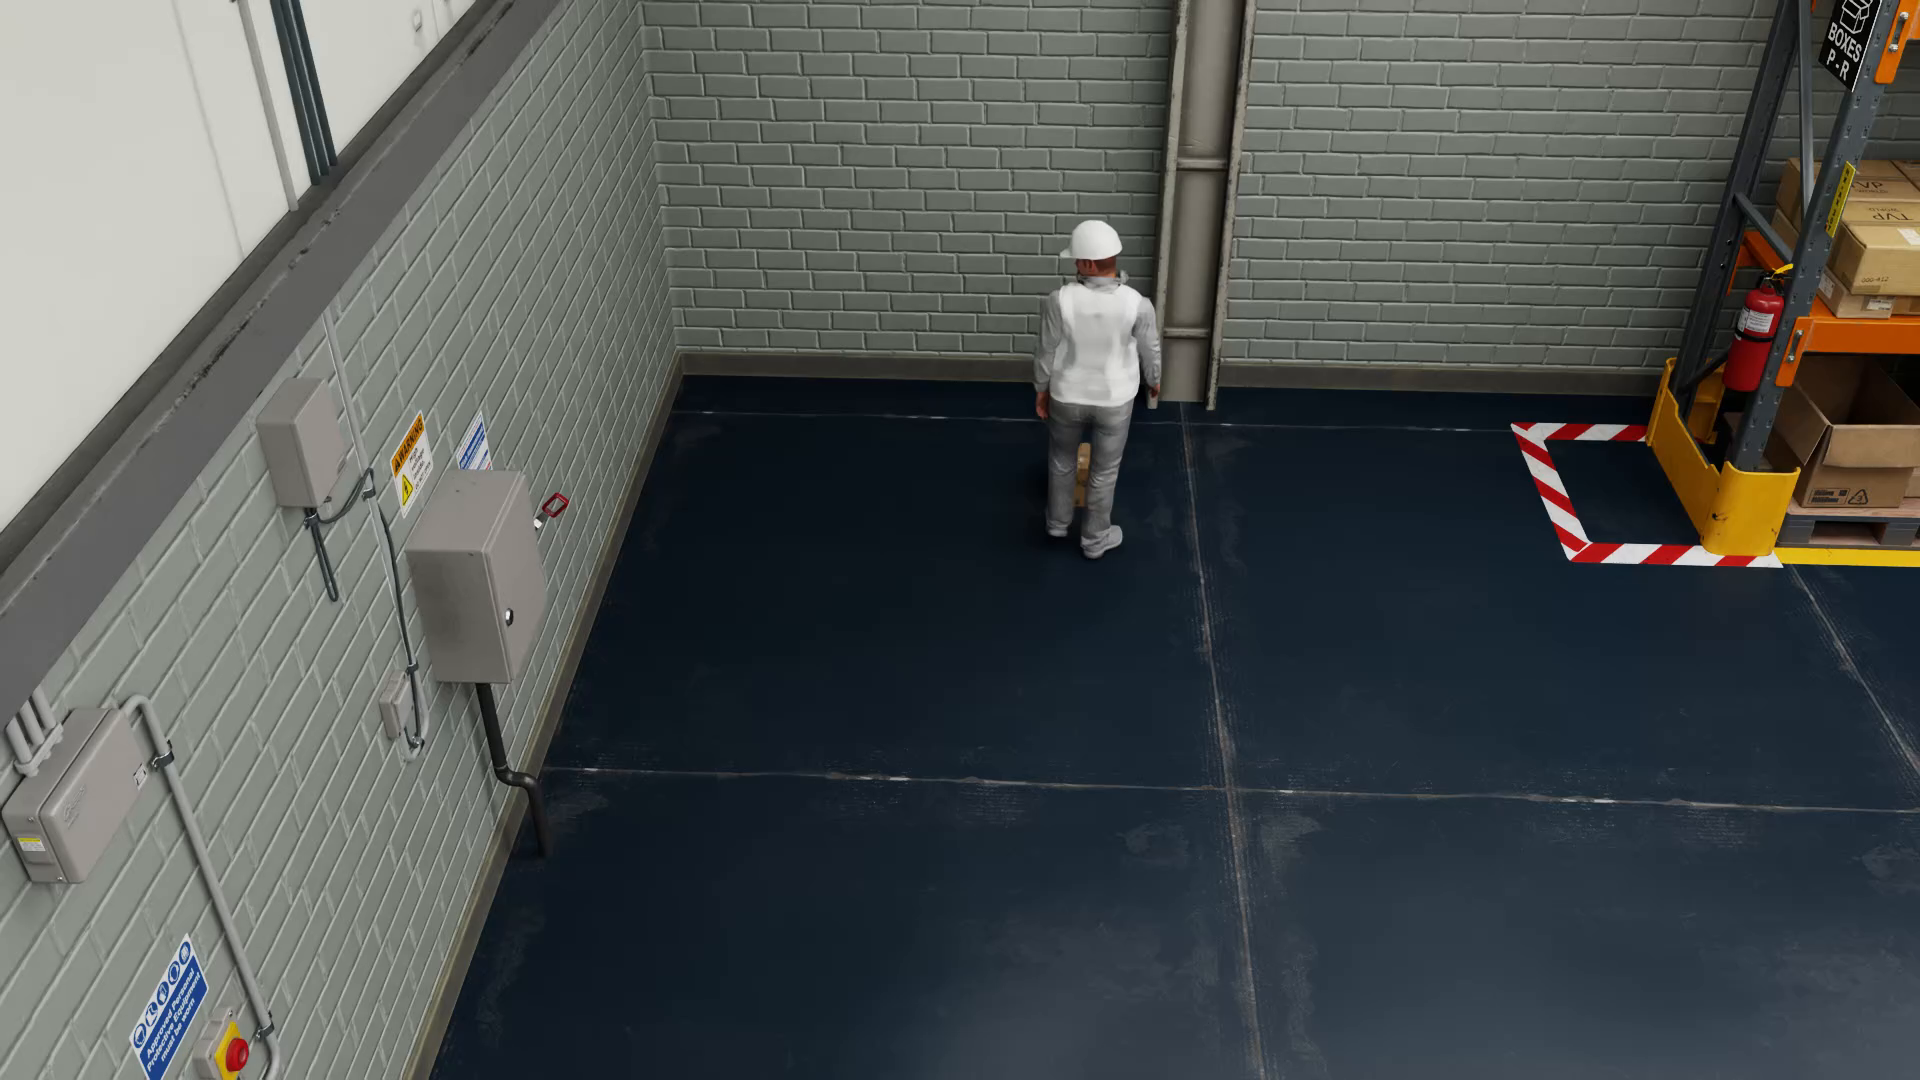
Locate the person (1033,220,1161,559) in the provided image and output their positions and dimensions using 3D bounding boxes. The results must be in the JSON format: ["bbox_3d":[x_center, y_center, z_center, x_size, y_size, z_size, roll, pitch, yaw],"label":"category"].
[{"bbox_3d":[0.670,-0.703,8.112,0.589,1.851,0.457,8,36,11],"label":"person"}]
